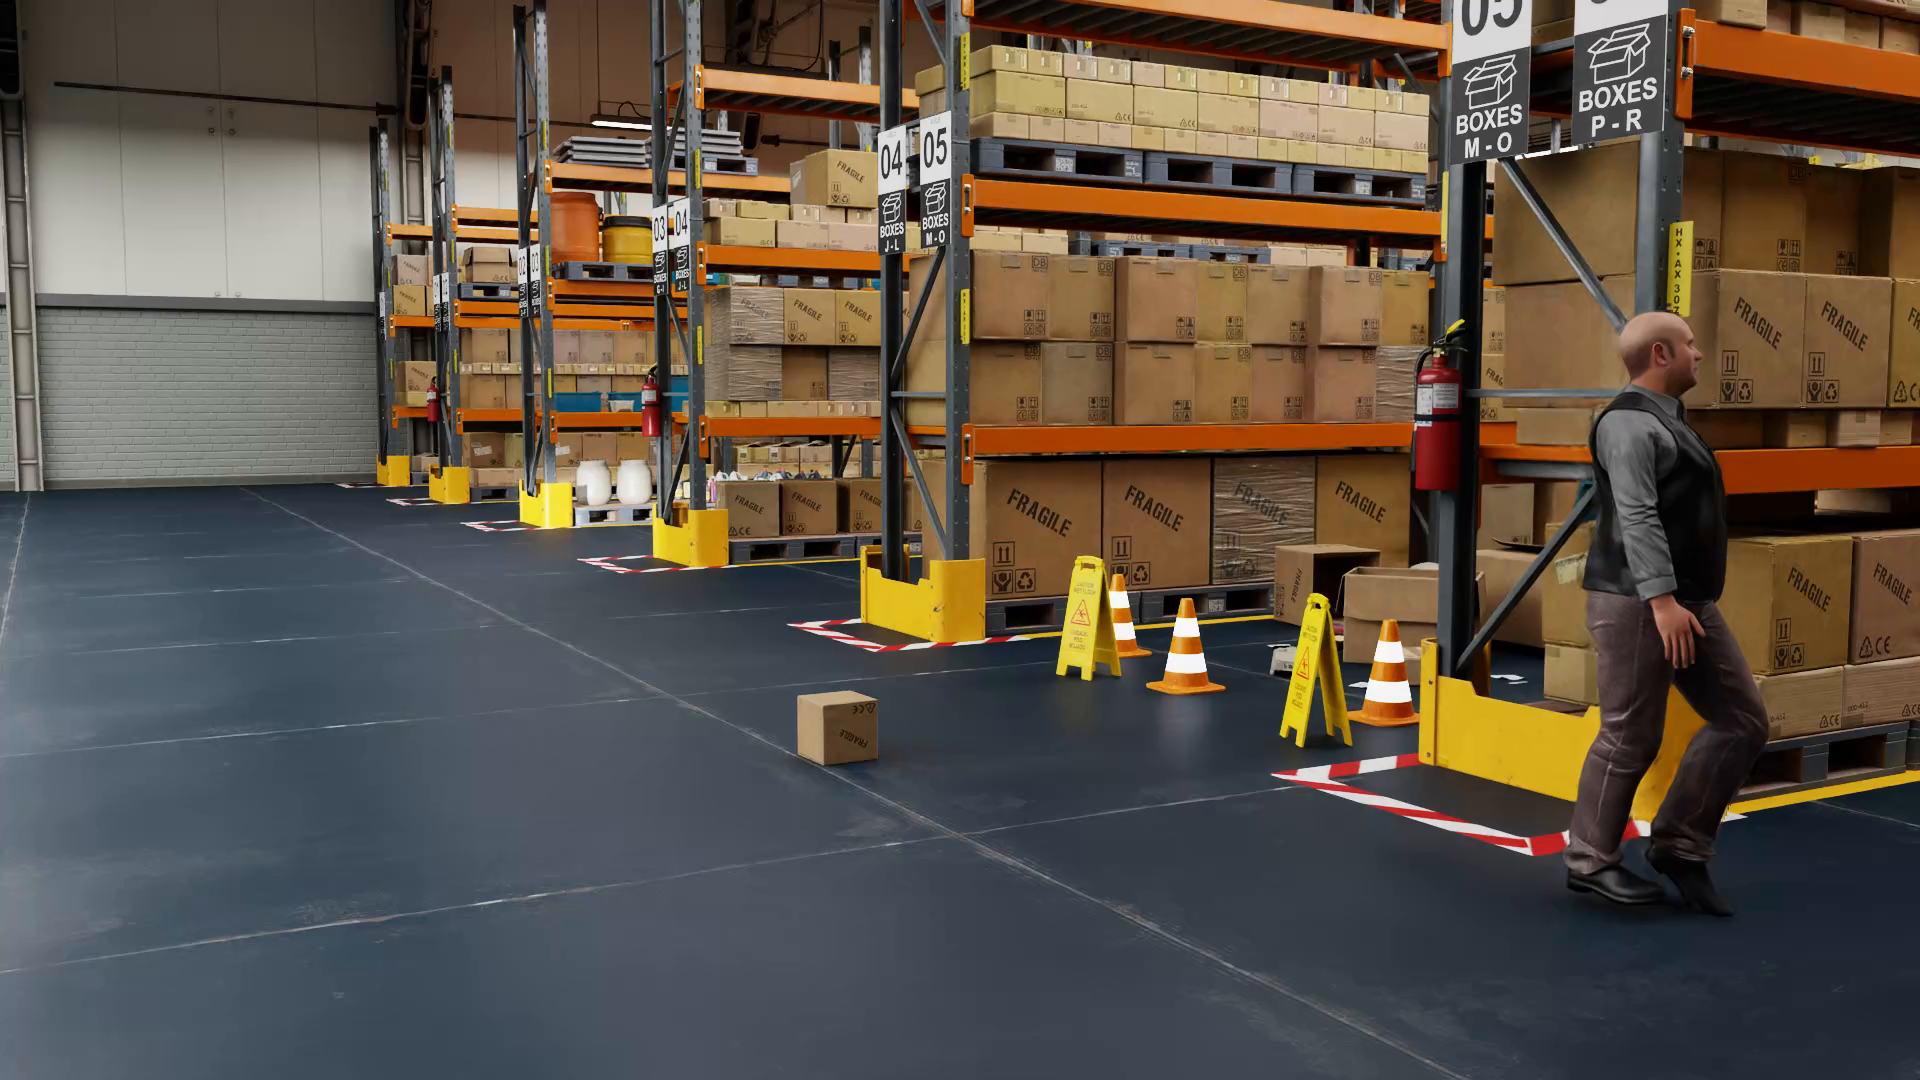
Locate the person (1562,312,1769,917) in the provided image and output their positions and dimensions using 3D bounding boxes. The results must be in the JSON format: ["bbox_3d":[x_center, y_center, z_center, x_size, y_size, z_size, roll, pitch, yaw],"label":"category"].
[{"bbox_3d":[2.036,0.233,4.806,0.518,1.776,0.573,4,6,39],"label":"person"}]
